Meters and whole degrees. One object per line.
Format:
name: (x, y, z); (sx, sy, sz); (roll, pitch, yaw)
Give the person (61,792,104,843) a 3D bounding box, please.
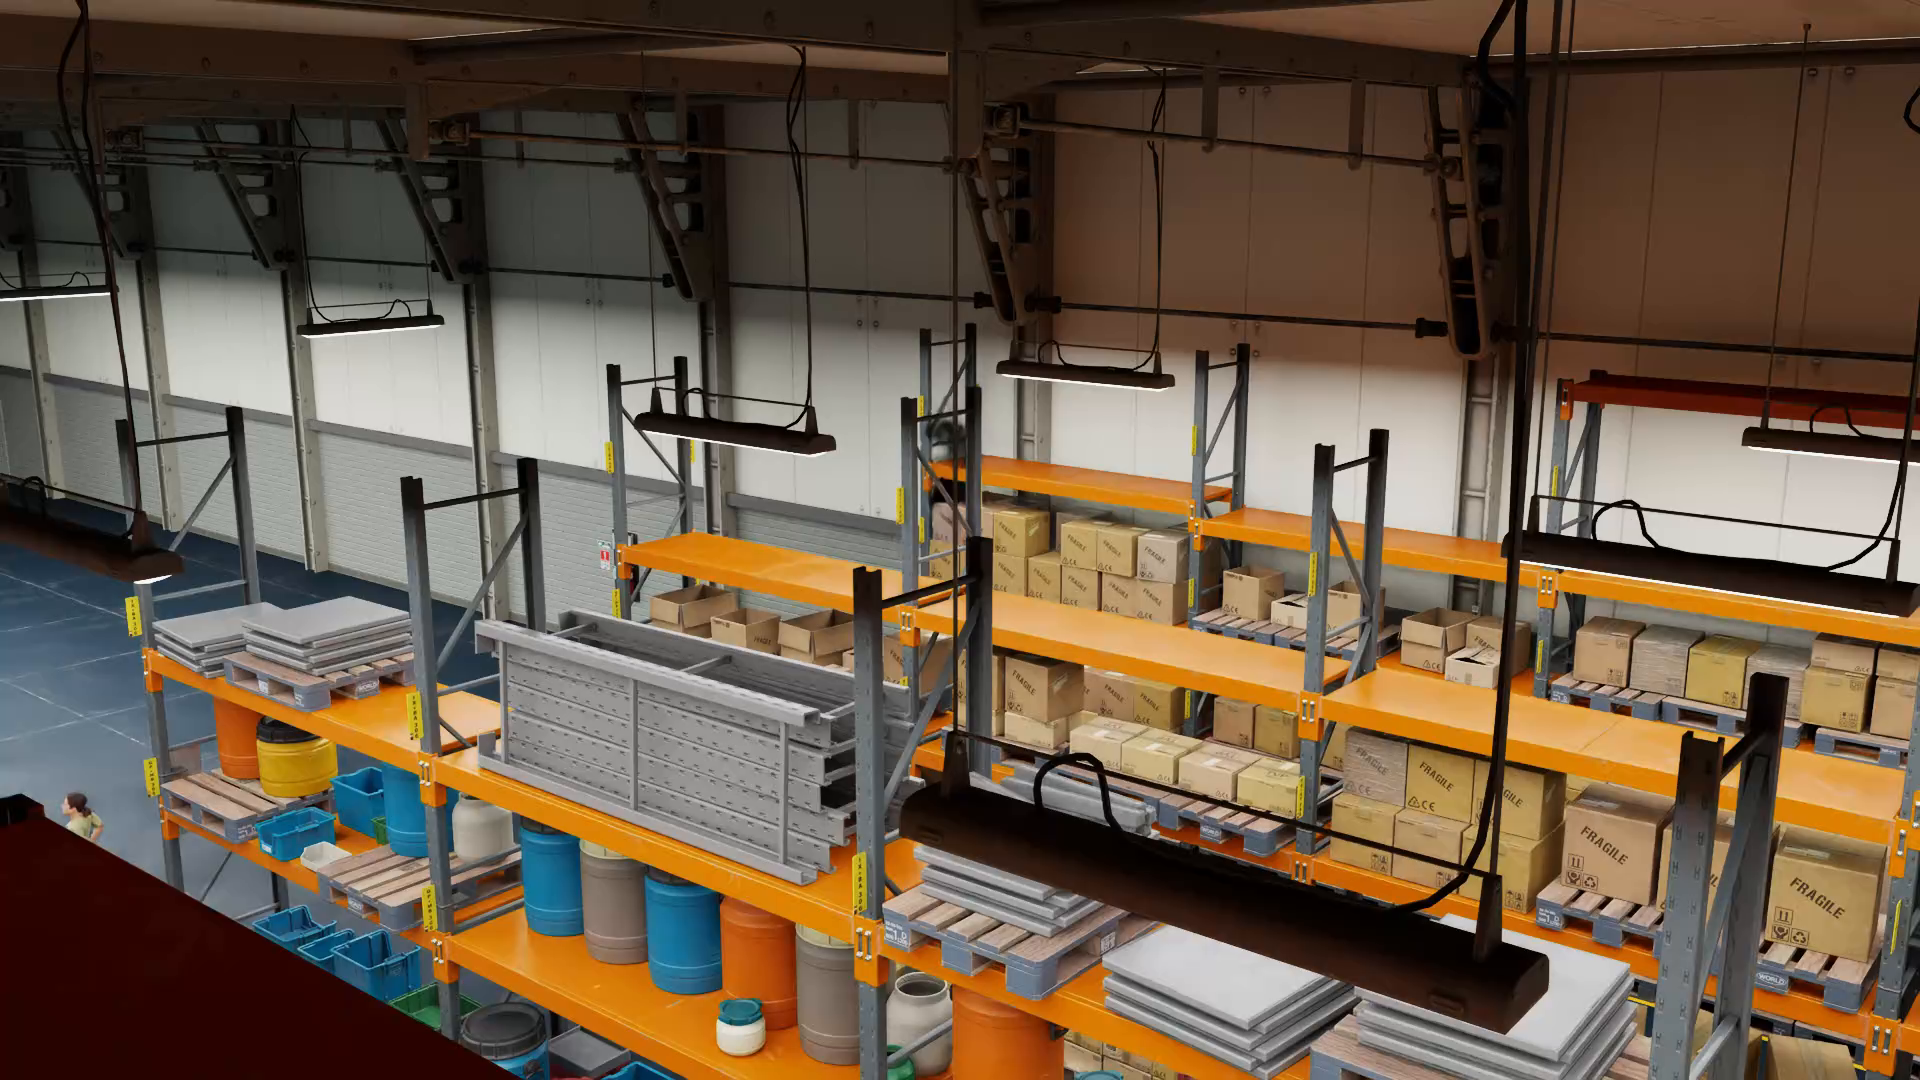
person: (-9.122, 3.417, 17.320); (0.876, 1.671, 0.586); (-4, 13, -19)
